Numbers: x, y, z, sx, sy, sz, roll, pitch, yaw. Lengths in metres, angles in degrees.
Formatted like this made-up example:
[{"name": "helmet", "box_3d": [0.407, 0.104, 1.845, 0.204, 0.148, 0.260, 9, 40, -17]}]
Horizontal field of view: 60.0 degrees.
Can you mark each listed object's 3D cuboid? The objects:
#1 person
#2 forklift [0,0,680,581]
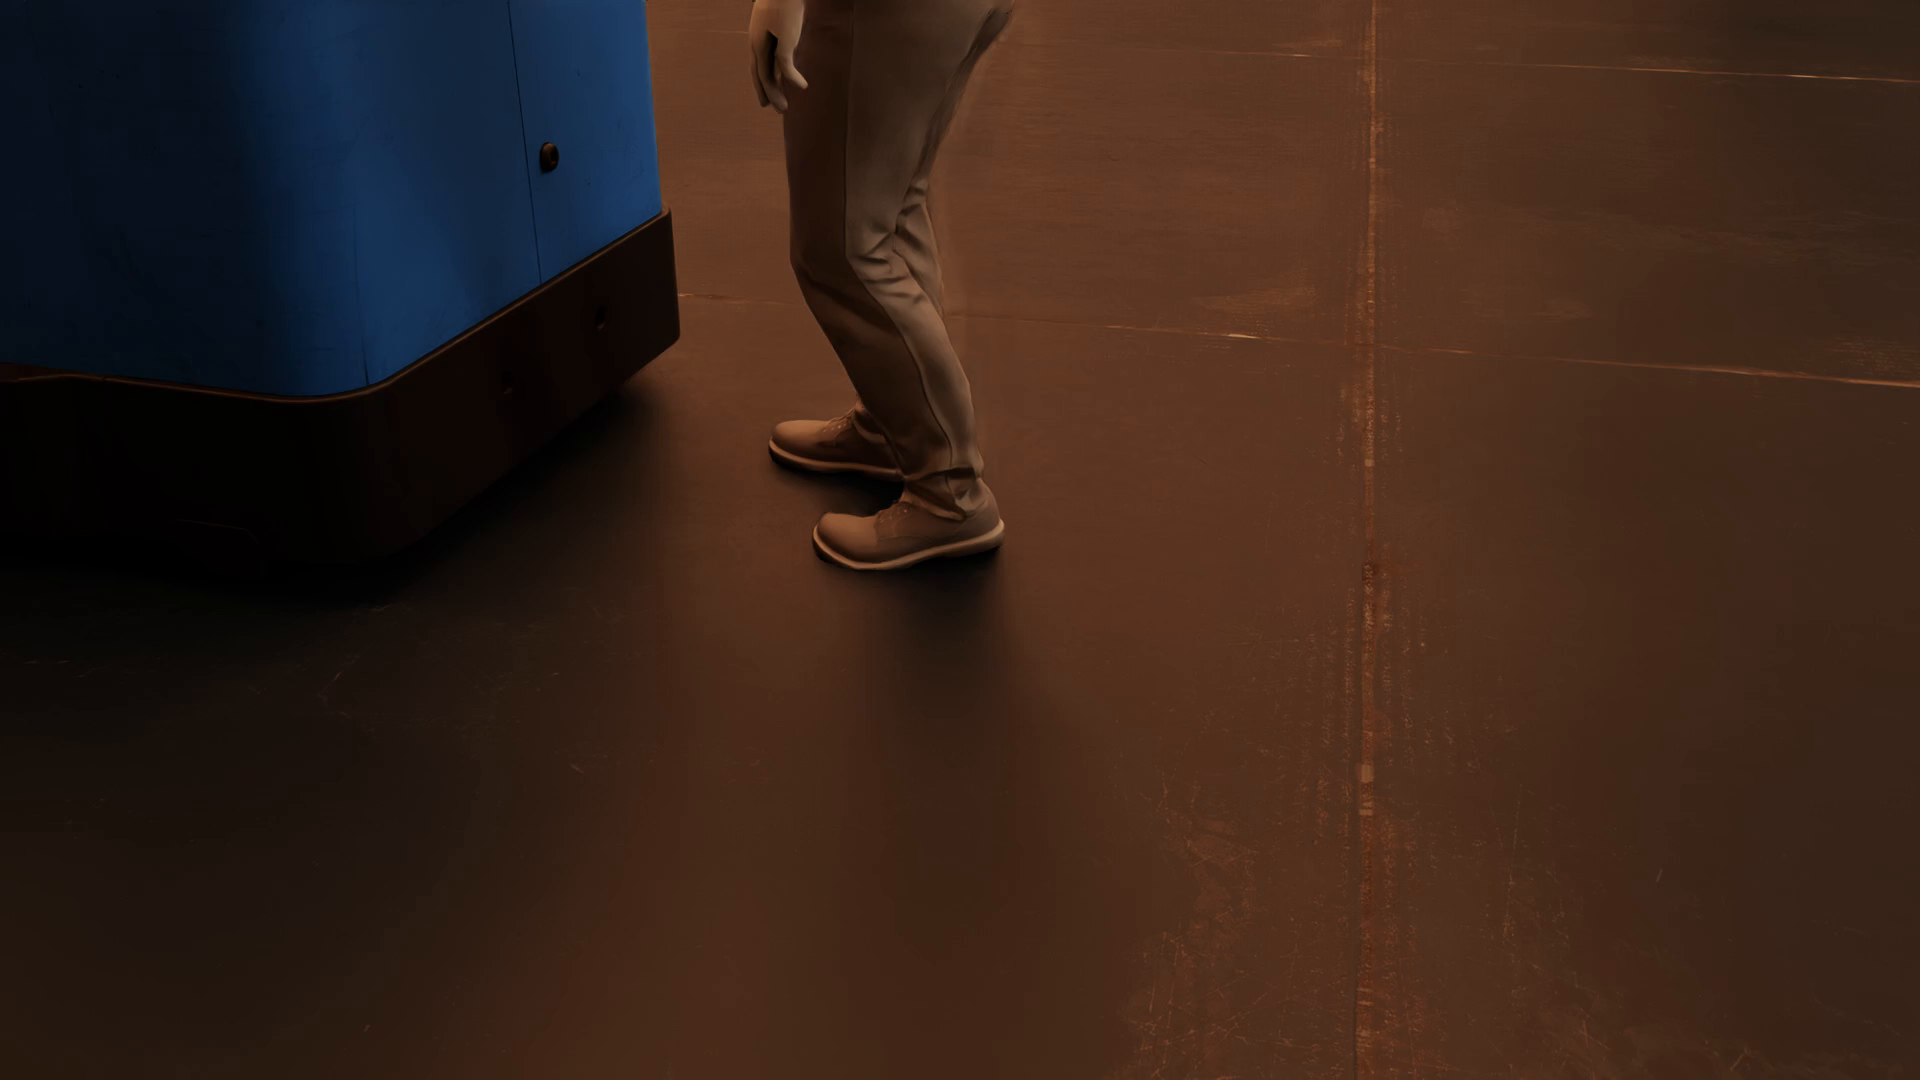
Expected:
[{"name": "person", "box_3d": [-0.132, -0.742, 2.145, 0.538, 1.679, 0.617, 8, 28, 15]}, {"name": "forklift", "box_3d": [-2.095, -1.618, 2.452, 3.031, 2.935, 1.130, 8, 28, 15]}]
